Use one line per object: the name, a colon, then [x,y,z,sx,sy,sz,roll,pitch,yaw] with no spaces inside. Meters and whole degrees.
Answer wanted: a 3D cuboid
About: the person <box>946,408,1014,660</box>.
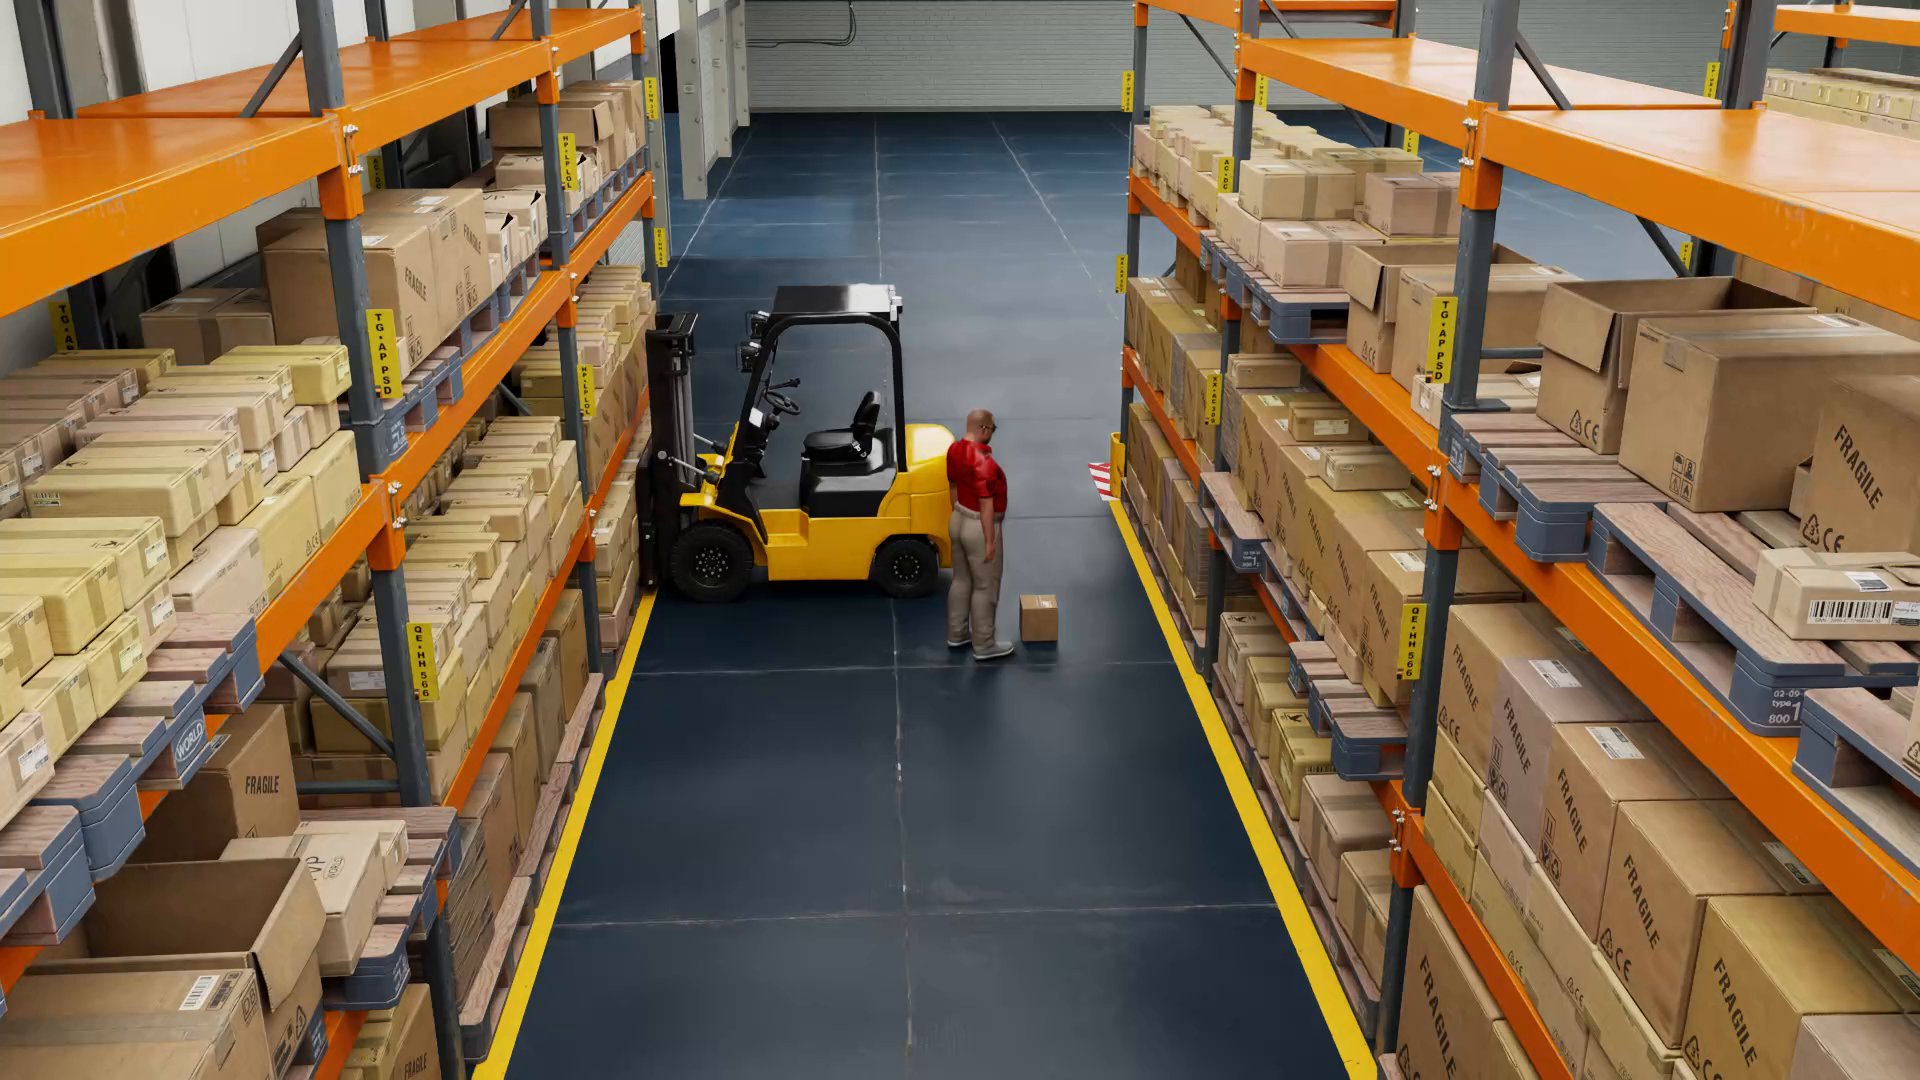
person: [0.131,-0.061,11.257,0.382,1.727,0.534,-11,23,-28]
